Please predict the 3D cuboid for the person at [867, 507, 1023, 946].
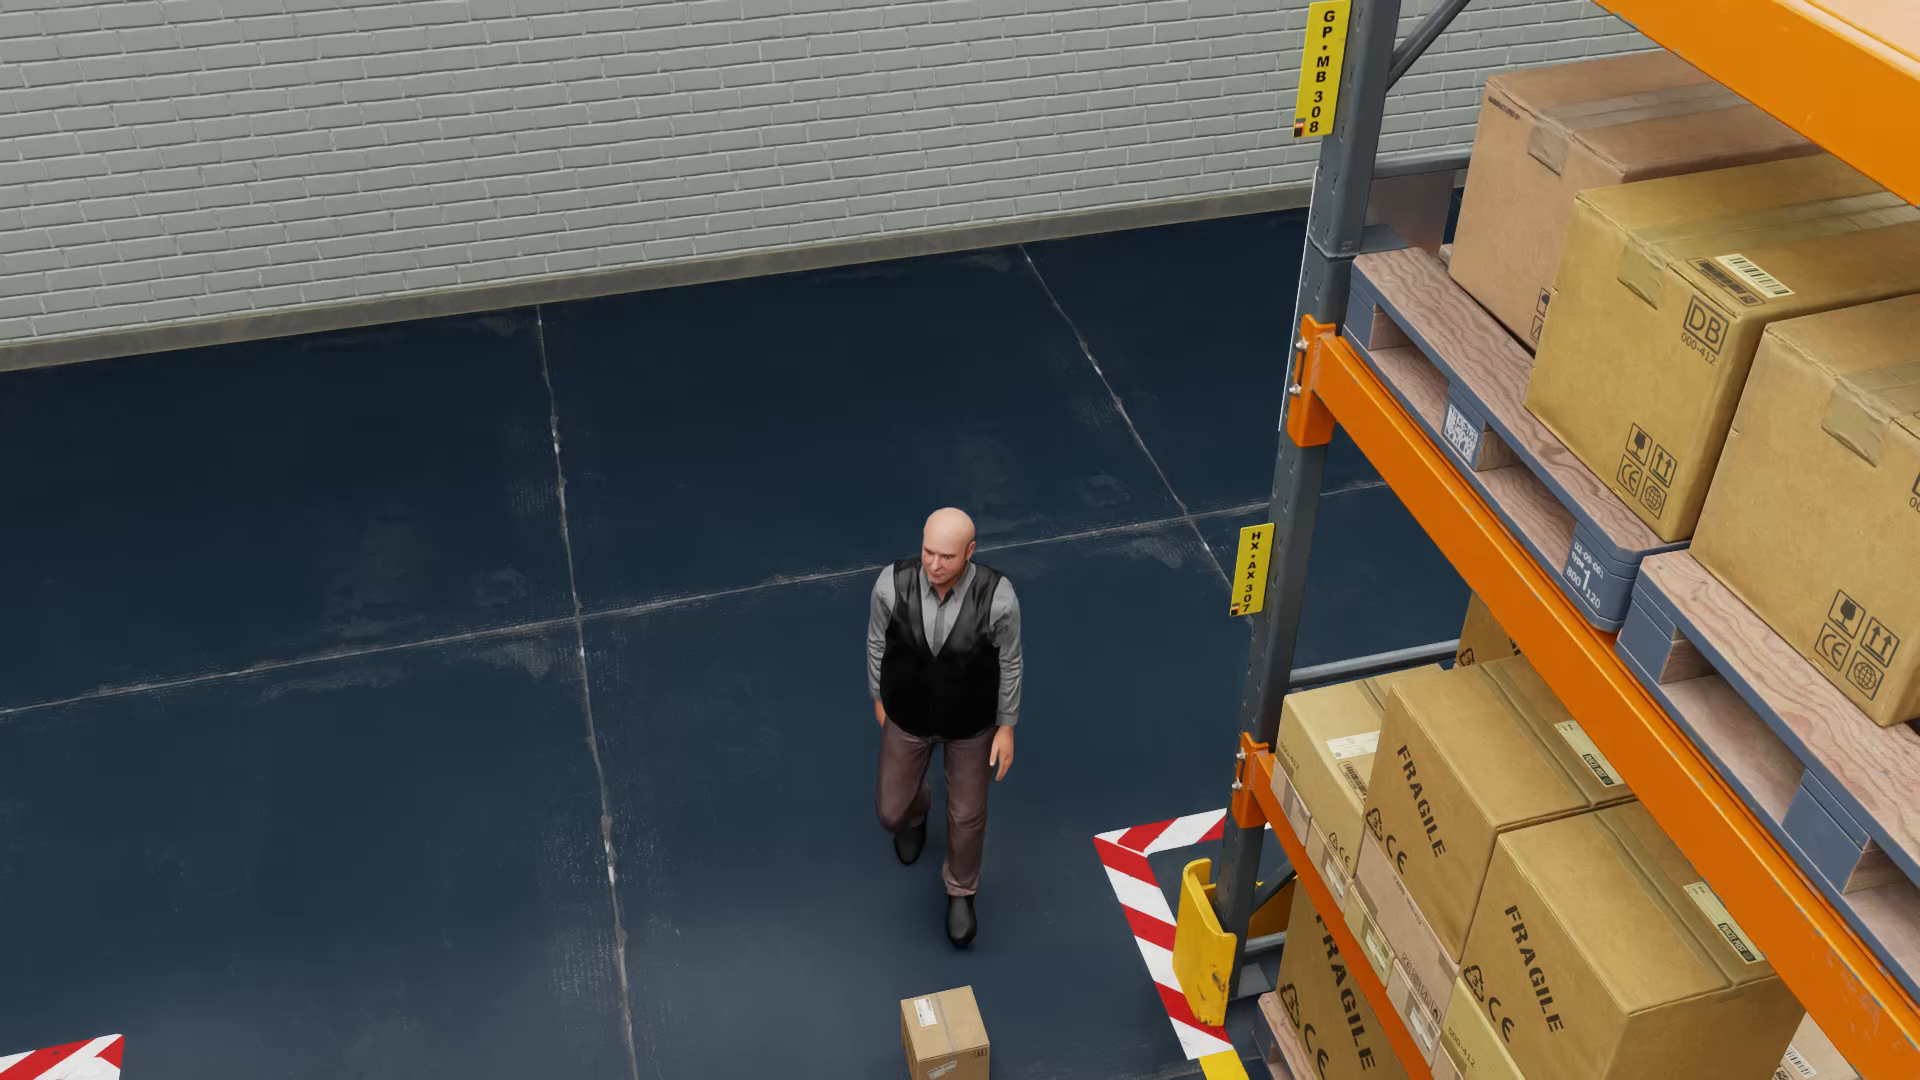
[{"bbox_3d":[-0.066,0.652,5.876,0.558,1.712,0.603,5,38,6],"label":"person"}]
